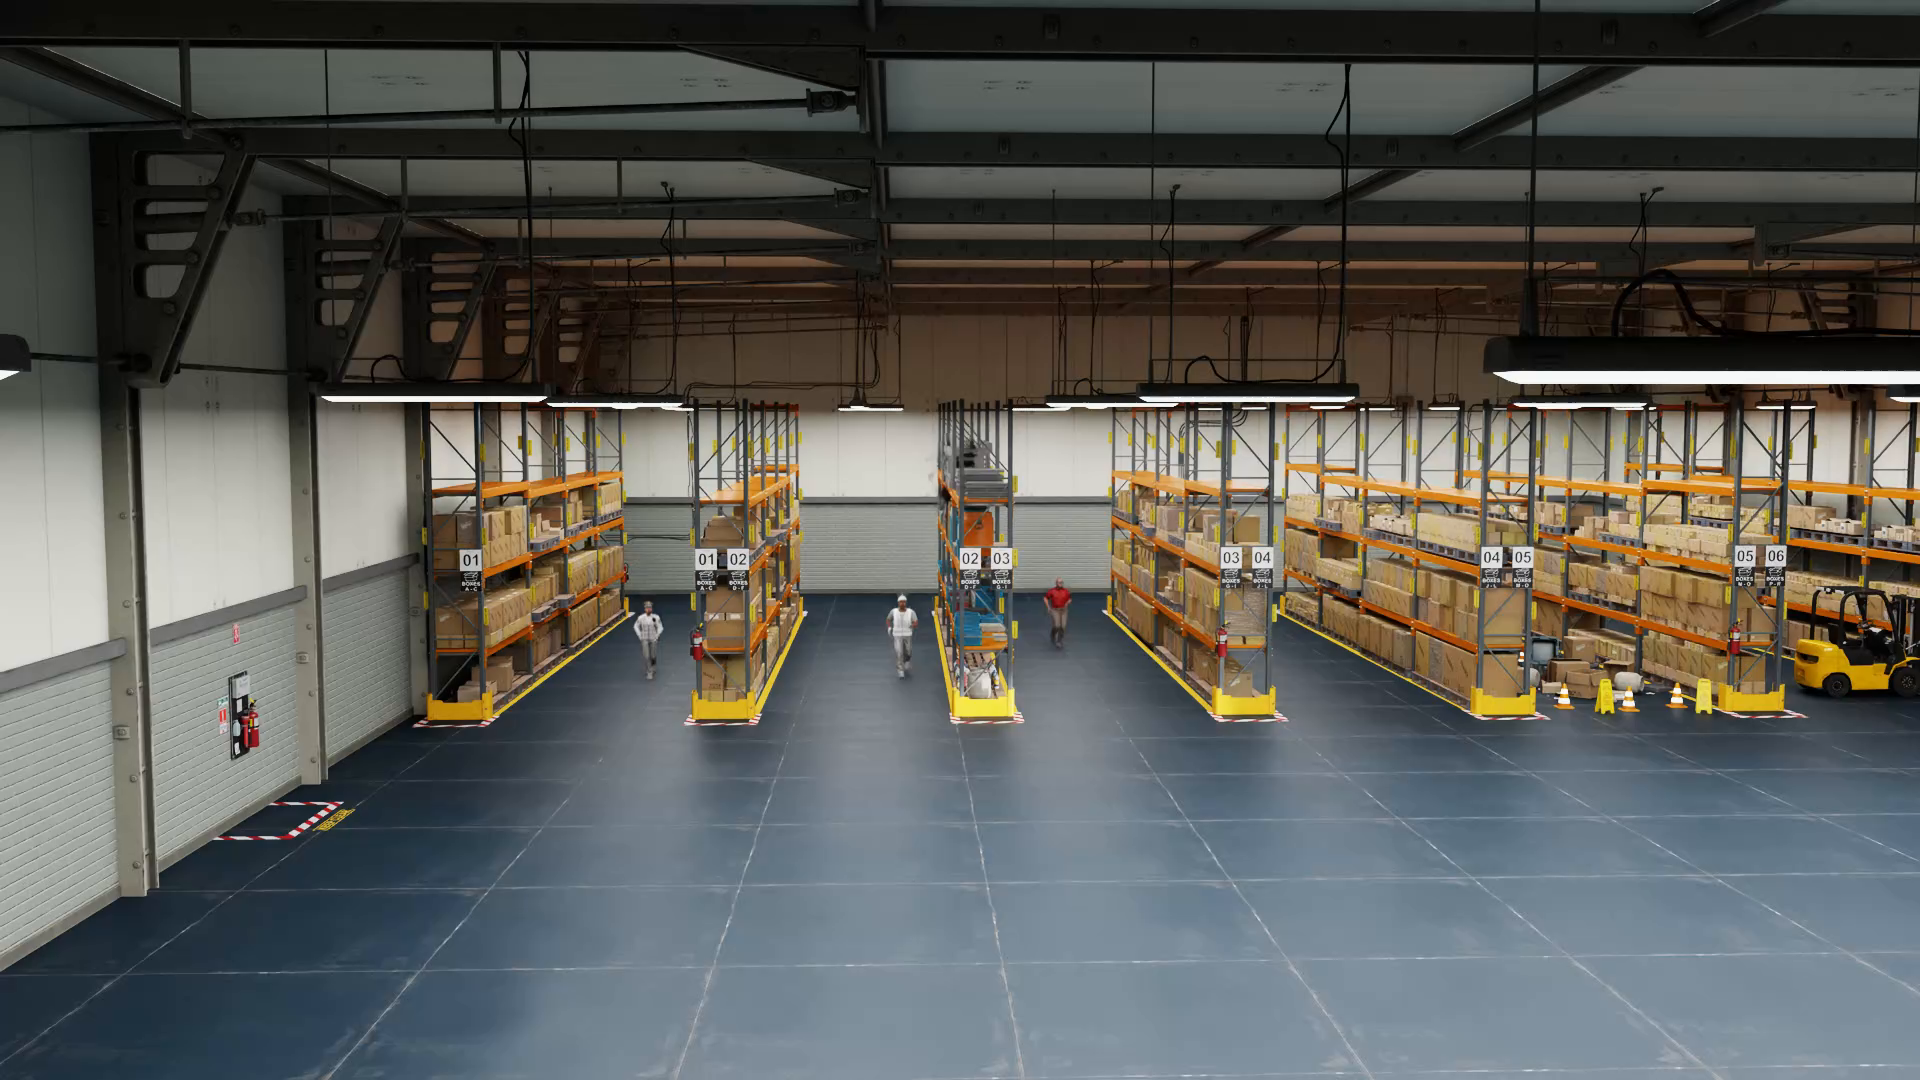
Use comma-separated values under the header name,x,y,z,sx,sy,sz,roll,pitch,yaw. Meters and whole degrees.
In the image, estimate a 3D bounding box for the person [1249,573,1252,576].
name,x,y,z,sx,sy,sz,roll,pitch,yaw
person,8.070,1.455,45.176,0.586,1.747,0.892,1,4,8

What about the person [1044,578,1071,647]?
name,x,y,z,sx,sy,sz,roll,pitch,yaw
person,2.437,1.783,40.721,0.651,1.684,0.602,-1,4,-14

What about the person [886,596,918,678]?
name,x,y,z,sx,sy,sz,roll,pitch,yaw
person,-1.259,2.094,36.244,0.698,1.757,0.886,0,4,-4

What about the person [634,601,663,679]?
name,x,y,z,sx,sy,sz,roll,pitch,yaw
person,-6.765,2.155,36.101,0.628,1.673,0.587,-1,4,-10
